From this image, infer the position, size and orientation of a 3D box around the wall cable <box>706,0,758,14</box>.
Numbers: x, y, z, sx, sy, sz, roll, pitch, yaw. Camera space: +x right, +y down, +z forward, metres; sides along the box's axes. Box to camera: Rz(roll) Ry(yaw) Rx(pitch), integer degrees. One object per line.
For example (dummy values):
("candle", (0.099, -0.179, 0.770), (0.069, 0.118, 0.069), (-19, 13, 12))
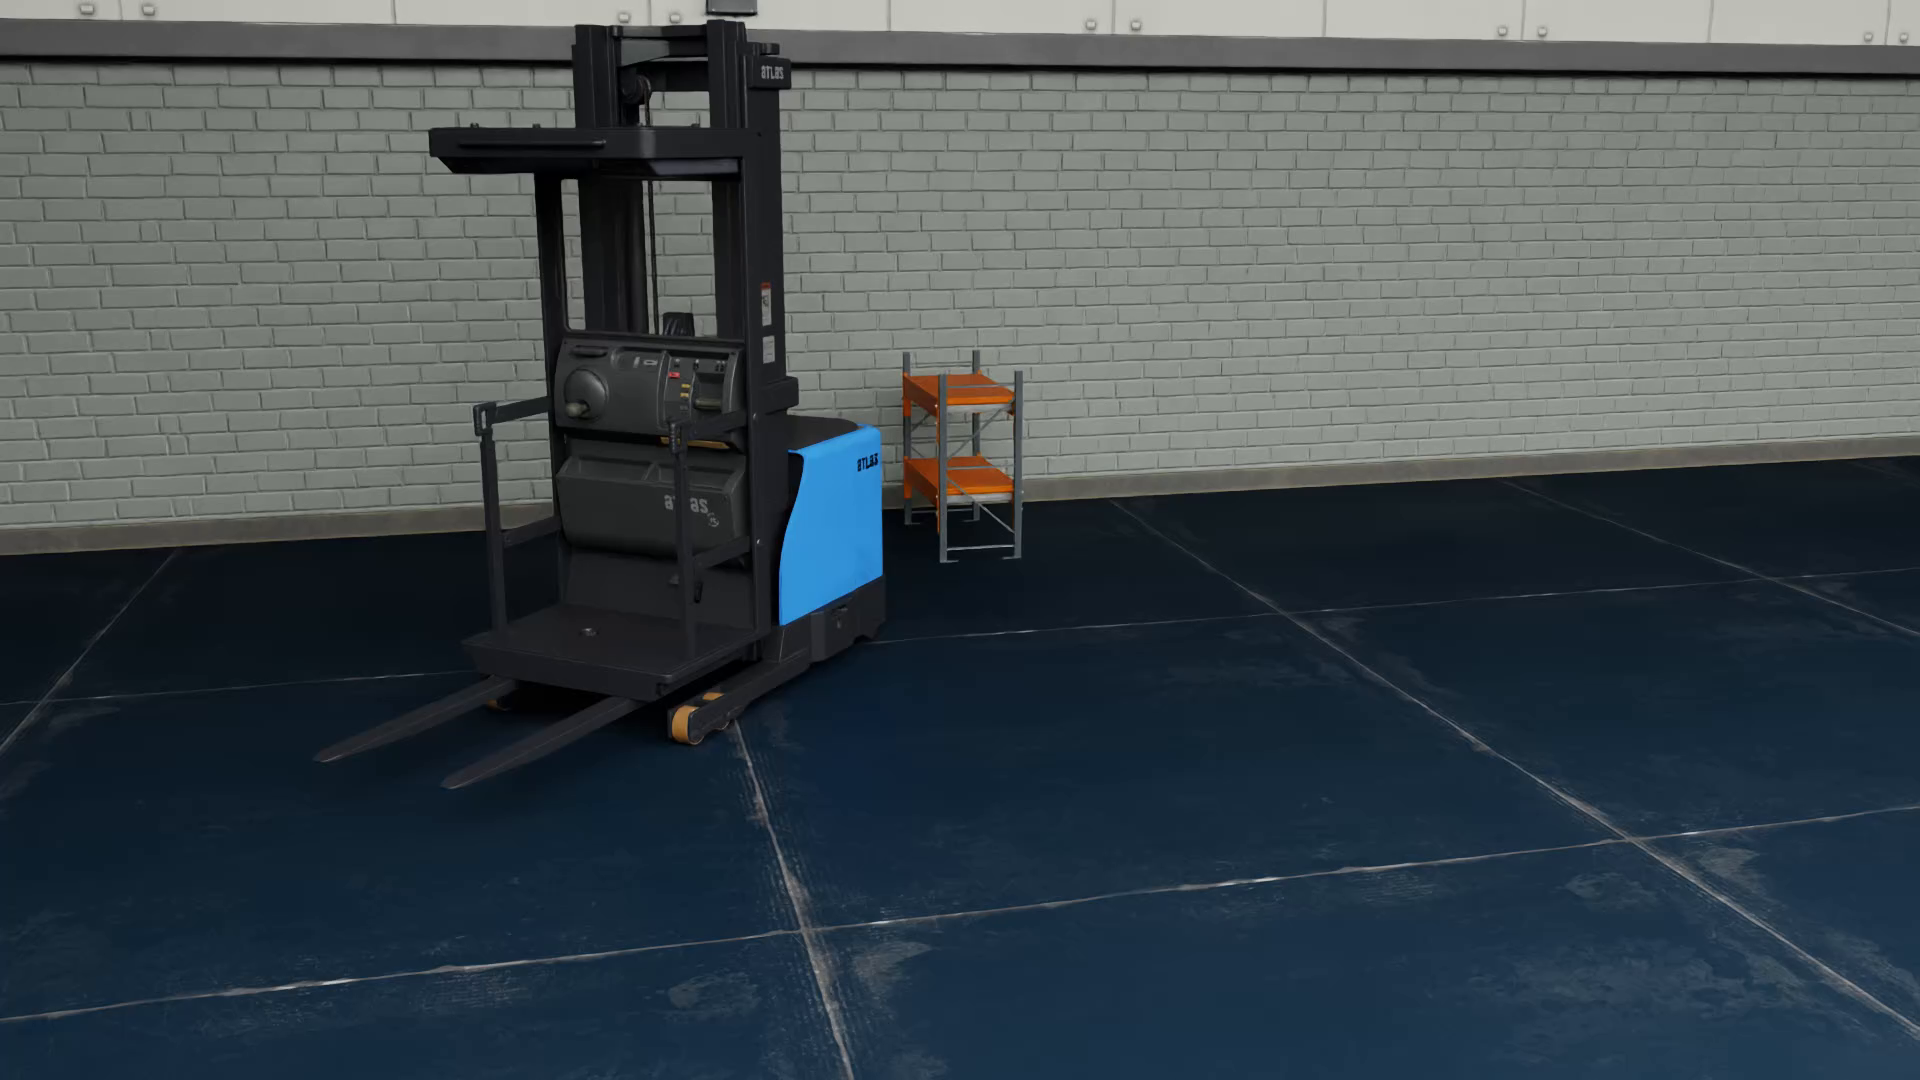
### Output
("wall cable", (-0.433, -6.226, 9.783), (2.305, 6.003, 0.169), (-3, 14, -13))

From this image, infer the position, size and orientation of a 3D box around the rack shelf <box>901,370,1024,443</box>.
("rack shelf", (0.002, -0.829, 10.218), (0.538, 0.278, 1.000), (-3, 14, -13))

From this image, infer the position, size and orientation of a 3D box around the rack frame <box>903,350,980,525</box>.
("rack frame", (-0.118, -0.662, 10.767), (0.500, 1.125, 0.032), (-3, 14, -13))

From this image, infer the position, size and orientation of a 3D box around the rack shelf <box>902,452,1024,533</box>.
("rack shelf", (0.002, -0.307, 10.345), (0.538, 0.278, 1.000), (-3, 14, -13))

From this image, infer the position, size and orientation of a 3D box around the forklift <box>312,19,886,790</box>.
("forklift", (-1.458, -0.686, 7.059), (1.130, 2.935, 3.031), (6, 15, 24))

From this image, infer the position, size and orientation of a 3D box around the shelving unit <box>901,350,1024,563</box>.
("shelving unit", (0.002, -0.545, 10.287), (0.538, 1.125, 1.048), (-3, 14, -13))

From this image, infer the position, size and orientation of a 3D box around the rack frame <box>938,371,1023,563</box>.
("rack frame", (0.121, -0.428, 9.807), (0.500, 1.125, 0.032), (-3, 14, -13))
